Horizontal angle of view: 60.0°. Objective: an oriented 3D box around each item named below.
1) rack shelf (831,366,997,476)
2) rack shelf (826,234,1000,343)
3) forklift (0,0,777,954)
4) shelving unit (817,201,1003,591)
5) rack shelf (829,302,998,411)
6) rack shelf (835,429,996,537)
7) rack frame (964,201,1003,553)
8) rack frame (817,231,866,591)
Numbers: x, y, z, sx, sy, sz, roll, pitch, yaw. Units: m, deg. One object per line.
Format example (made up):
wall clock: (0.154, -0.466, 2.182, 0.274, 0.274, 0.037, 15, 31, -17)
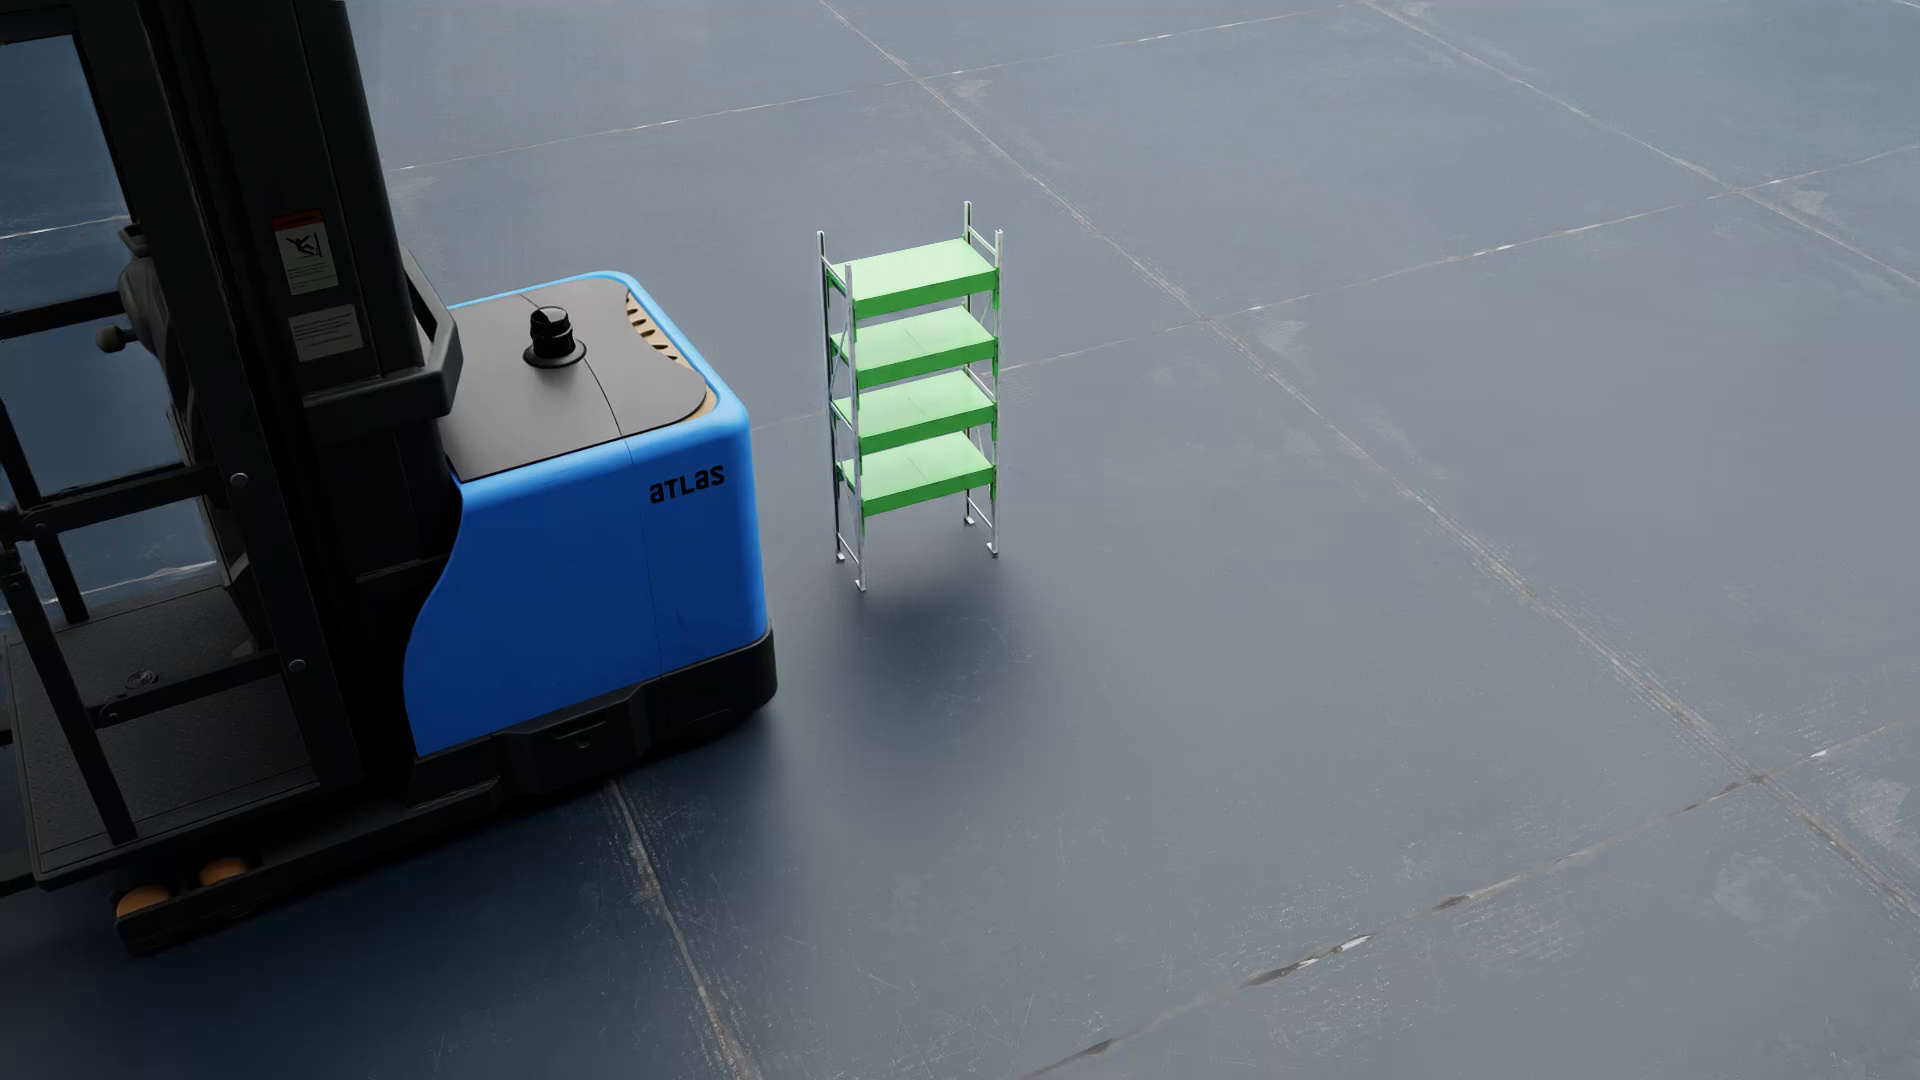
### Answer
rack shelf: (-0.150, -0.389, 5.374, 0.480, 0.148, 0.258, -16, 39, -20)
rack shelf: (-0.150, -0.774, 5.088, 0.480, 0.148, 0.258, -16, 39, -20)
forklift: (-2.092, -0.479, 3.936, 3.031, 2.935, 1.130, -18, 40, -23)
shelving unit: (-0.150, -0.440, 5.336, 0.503, 1.200, 0.258, -16, 39, -20)
rack shelf: (-0.150, -0.581, 5.231, 0.480, 0.148, 0.258, -16, 39, -20)
rack shelf: (-0.150, -0.196, 5.517, 0.480, 0.148, 0.258, -16, 39, -20)
rack frame: (0.071, -0.502, 5.419, 0.015, 1.200, 0.240, -16, 39, -20)
rack frame: (-0.371, -0.378, 5.253, 0.015, 1.200, 0.240, -16, 39, -20)
